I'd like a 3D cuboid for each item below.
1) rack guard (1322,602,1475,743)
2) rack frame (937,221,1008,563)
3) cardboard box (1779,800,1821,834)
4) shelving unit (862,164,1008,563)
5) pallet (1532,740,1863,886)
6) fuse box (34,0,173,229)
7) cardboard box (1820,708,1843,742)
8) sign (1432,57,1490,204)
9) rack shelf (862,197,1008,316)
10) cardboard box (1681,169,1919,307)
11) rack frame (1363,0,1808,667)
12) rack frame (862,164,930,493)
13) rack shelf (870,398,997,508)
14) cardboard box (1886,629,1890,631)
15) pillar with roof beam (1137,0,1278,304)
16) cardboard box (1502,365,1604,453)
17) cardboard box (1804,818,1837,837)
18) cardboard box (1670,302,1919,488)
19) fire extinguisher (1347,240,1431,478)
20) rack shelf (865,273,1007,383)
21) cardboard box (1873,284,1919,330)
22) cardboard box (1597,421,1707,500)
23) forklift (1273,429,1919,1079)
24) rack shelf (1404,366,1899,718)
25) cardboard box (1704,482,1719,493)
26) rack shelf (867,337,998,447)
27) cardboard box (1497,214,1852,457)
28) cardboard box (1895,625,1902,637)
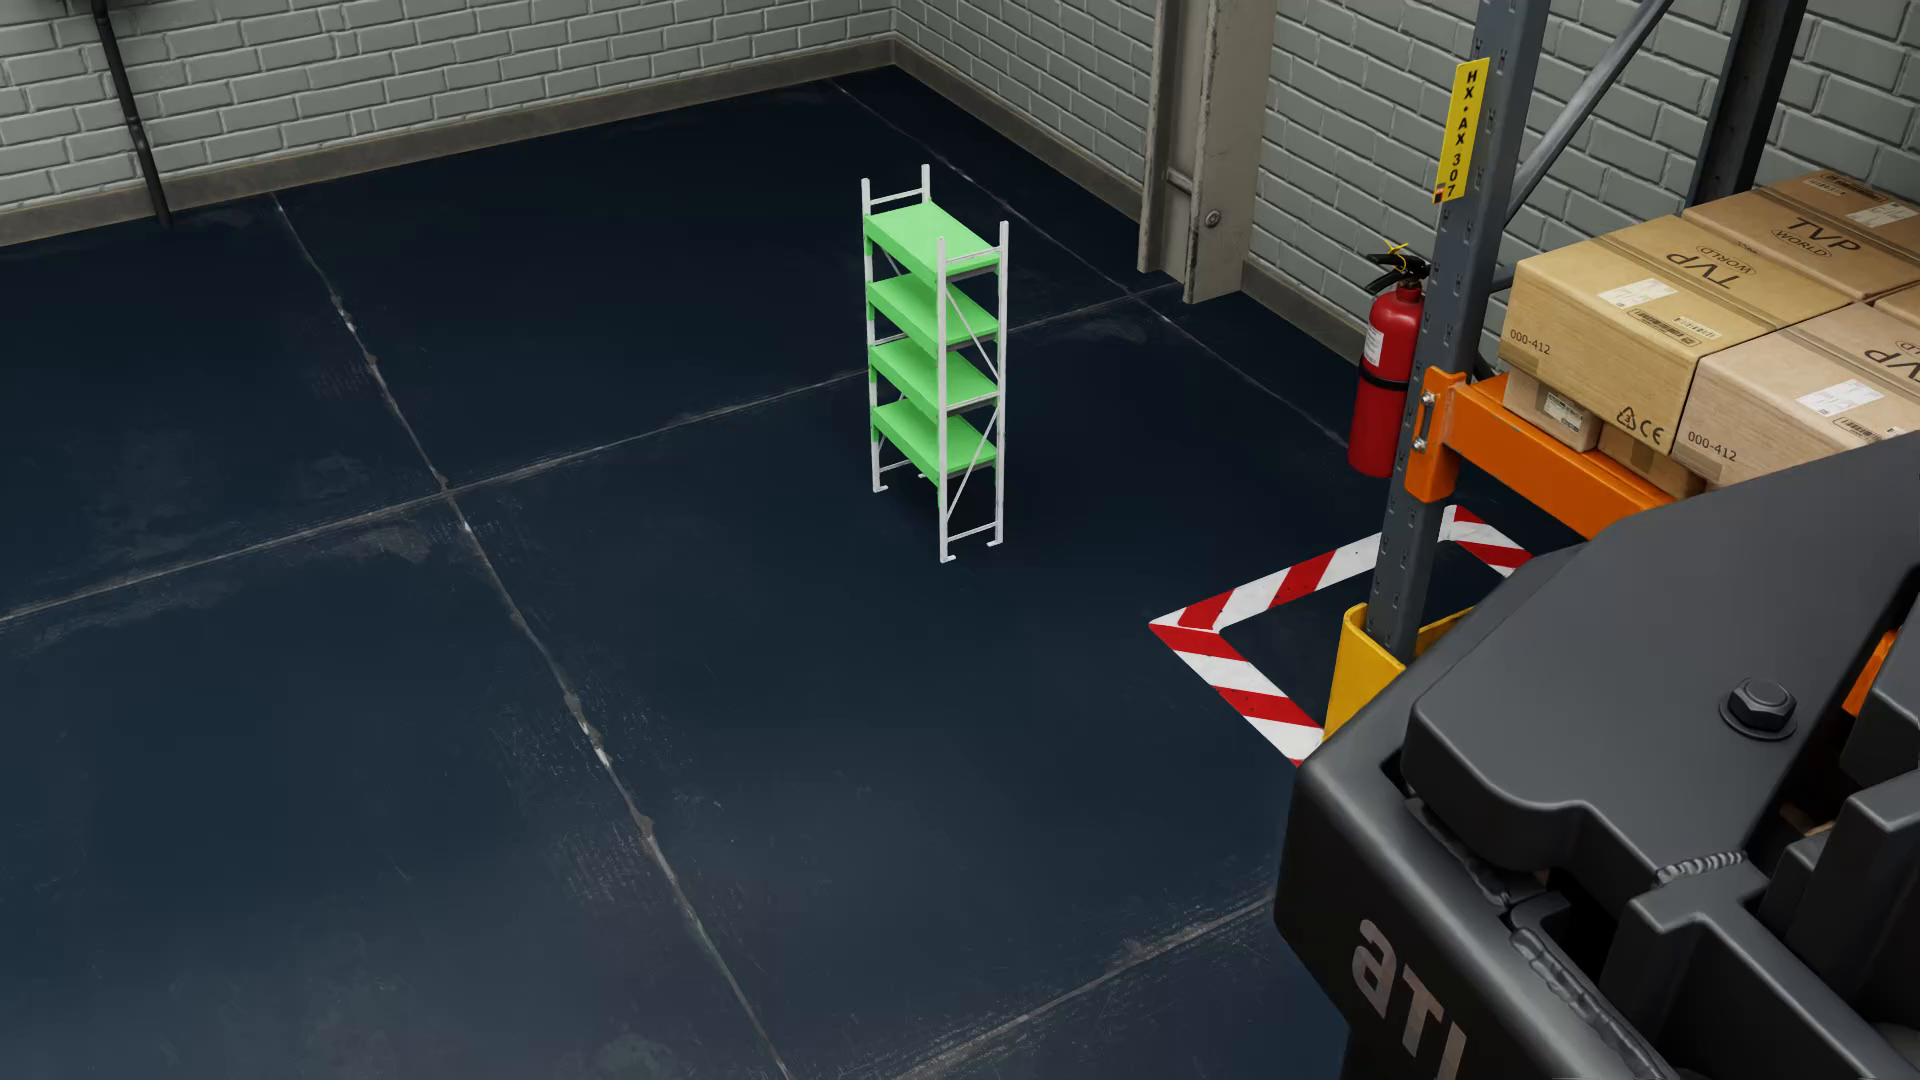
[{"bbox_3d":[1.631,0.324,4.883,1.175,0.500,0.348,-19,40,-24],"label":"rack guard"},{"bbox_3d":[0.039,-0.445,5.341,0.240,1.200,0.015,-19,40,-24],"label":"rack frame"},{"bbox_3d":[1.998,0.825,4.138,0.380,0.149,0.250,-21,41,-26],"label":"cardboard box"},{"bbox_3d":[-0.083,-0.569,5.512,0.258,1.200,0.503,-19,40,-24],"label":"shelving unit"},{"bbox_3d":[2.032,0.847,4.412,1.003,0.211,1.213,-19,40,-24],"label":"pallet"},{"bbox_3d":[-3.661,-2.148,7.241,0.539,1.711,0.414,-19,40,-24],"label":"fuse box"},{"bbox_3d":[1.818,0.454,4.346,0.797,0.503,0.637,-21,41,-26],"label":"cardboard box"},{"bbox_3d":[1.123,-0.913,3.723,0.100,0.325,0.005,-19,40,-24],"label":"sign"},{"bbox_3d":[-0.083,-0.905,5.266,0.258,0.148,0.480,-19,40,-24],"label":"rack shelf"},{"bbox_3d":[2.053,-0.628,3.942,0.500,0.250,0.500,-18,40,-23],"label":"cardboard box"},{"bbox_3d":[1.593,-0.725,4.199,1.000,3.000,0.127,-19,40,-24],"label":"rack frame"},{"bbox_3d":[-0.206,-0.693,5.682,0.240,1.200,0.015,-19,40,-24],"label":"rack frame"},{"bbox_3d":[-0.083,-0.324,5.691,0.258,0.148,0.480,-19,40,-24],"label":"rack shelf"},{"bbox_3d":[1.924,0.012,3.403,0.380,0.149,0.250,-18,40,-23],"label":"cardboard box"},{"bbox_3d":[-2.705,-3.514,2.931,9.100,9.000,0.400,-19,40,-24],"label":"pillar with roof beam"},{"bbox_3d":[1.520,-0.374,3.932,0.380,0.149,0.250,-19,40,-24],"label":"cardboard box"},{"bbox_3d":[2.214,0.903,3.734,0.700,0.500,0.500,-17,40,-22],"label":"cardboard box"},{"bbox_3d":[1.841,-0.216,3.377,0.500,0.250,0.500,-18,40,-23],"label":"cardboard box"},{"bbox_3d":[1.119,-0.481,4.247,0.296,0.674,0.183,-19,40,-24],"label":"fire extinguisher"},{"bbox_3d":[-0.083,-0.711,5.408,0.258,0.148,0.480,-19,40,-24],"label":"rack shelf"},{"bbox_3d":[2.311,-0.365,3.581,0.500,0.250,0.500,-19,40,-24],"label":"cardboard box"},{"bbox_3d":[1.688,-0.258,3.773,0.380,0.149,0.250,-18,40,-23],"label":"cardboard box"},{"bbox_3d":[0.889,1.469,1.254,1.130,2.935,3.031,-15,39,-19],"label":"forklift"},{"bbox_3d":[2.597,0.586,3.015,1.077,0.370,4.000,-19,40,-24],"label":"rack shelf"},{"bbox_3d":[1.850,-0.135,3.604,0.380,0.149,0.250,-19,40,-25],"label":"cardboard box"},{"bbox_3d":[-0.083,-0.517,5.549,0.258,0.148,0.480,-19,40,-24],"label":"rack shelf"},{"bbox_3d":[1.588,-0.473,3.729,0.500,0.250,0.500,-19,40,-24],"label":"cardboard box"},{"bbox_3d":[2.063,0.146,3.220,0.380,0.149,0.250,-18,40,-23],"label":"cardboard box"}]
